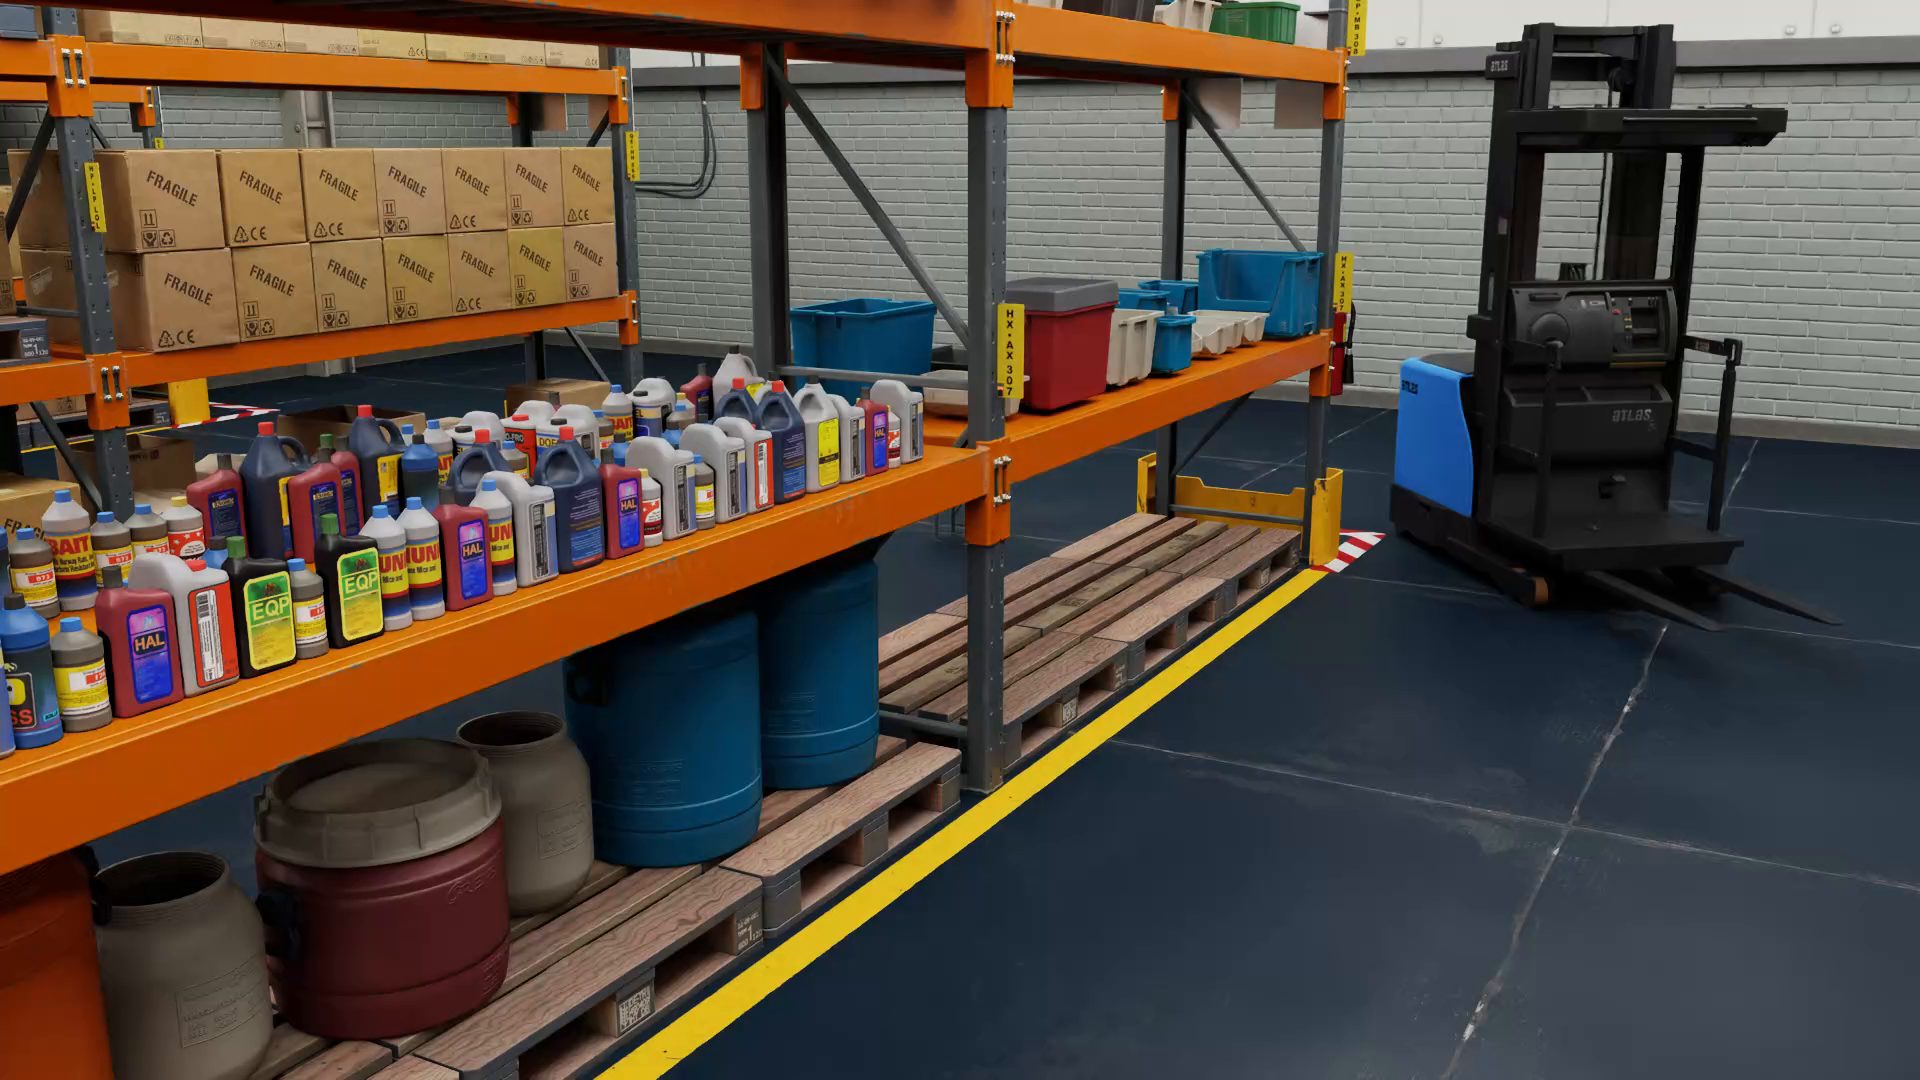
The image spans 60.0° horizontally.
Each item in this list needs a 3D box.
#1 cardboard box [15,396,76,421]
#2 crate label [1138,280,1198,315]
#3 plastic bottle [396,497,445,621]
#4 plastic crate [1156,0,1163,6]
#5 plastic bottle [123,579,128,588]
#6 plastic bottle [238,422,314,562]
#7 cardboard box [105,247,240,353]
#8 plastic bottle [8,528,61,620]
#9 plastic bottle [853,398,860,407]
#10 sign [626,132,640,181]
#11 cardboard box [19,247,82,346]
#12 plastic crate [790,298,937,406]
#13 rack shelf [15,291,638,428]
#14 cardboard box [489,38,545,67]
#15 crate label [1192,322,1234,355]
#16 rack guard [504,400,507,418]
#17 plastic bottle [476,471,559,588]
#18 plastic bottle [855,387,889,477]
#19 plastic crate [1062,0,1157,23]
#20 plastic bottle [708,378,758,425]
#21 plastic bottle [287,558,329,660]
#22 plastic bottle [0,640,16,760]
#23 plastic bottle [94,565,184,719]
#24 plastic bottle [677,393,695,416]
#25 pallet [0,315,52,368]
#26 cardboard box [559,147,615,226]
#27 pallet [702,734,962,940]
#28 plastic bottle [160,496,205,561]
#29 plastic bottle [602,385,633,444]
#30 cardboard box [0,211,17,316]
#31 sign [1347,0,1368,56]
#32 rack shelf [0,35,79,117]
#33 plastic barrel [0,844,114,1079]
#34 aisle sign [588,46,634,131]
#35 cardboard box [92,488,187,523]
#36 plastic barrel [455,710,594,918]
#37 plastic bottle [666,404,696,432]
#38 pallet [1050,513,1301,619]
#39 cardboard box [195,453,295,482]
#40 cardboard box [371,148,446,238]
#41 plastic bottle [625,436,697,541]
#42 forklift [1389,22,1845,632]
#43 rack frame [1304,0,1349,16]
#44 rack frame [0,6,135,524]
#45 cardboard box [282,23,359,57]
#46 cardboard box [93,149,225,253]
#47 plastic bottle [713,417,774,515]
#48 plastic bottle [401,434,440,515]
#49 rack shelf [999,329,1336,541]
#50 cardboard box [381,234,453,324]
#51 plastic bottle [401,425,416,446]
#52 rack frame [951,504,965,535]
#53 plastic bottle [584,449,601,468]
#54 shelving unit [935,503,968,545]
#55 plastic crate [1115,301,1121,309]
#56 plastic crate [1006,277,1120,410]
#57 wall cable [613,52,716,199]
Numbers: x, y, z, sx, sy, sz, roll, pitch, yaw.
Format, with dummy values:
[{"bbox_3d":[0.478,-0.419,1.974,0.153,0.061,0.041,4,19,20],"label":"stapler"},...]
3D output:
[{"bbox_3d":[-7.537,-1.256,13.282,0.700,0.500,0.500,7,15,28],"label":"cardboard box"},{"bbox_3d":[1.221,-1.337,9.408,0.416,0.233,0.303,7,15,28],"label":"crate label"},{"bbox_3d":[-1.220,0.039,3.746,0.097,0.271,0.097,0,14,0],"label":"plastic bottle"},{"bbox_3d":[0.649,-2.548,7.936,0.504,0.338,0.767,7,15,28],"label":"plastic crate"},{"bbox_3d":[-1.642,0.178,3.319,0.097,0.201,0.097,0,14,0],"label":"plastic bottle"},{"bbox_3d":[-1.751,-0.131,4.282,0.144,0.351,0.185,7,15,28],"label":"plastic bottle"},{"bbox_3d":[-4.155,-1.266,8.672,0.500,0.500,0.500,8,16,30],"label":"cardboard box"},{"bbox_3d":[-2.093,0.075,3.745,0.097,0.201,0.097,0,14,0],"label":"plastic bottle"},{"bbox_3d":[-0.331,-0.378,5.626,0.097,0.201,0.097,0,14,0],"label":"plastic bottle"},{"bbox_3d":[-2.230,-2.614,11.331,0.100,0.325,0.005,7,15,28],"label":"sign"},{"bbox_3d":[-4.623,-1.324,8.912,0.500,0.500,0.500,8,16,29],"label":"cardboard box"},{"bbox_3d":[-0.378,-0.738,6.599,0.392,0.384,0.575,7,15,28],"label":"plastic crate"},{"bbox_3d":[-3.673,-1.204,10.164,1.077,0.370,4.000,7,15,28],"label":"rack shelf"},{"bbox_3d":[-2.975,-3.113,10.466,0.500,0.250,0.500,7,15,28],"label":"cardboard box"},{"bbox_3d":[1.126,-0.998,8.207,0.396,0.136,0.243,7,15,28],"label":"crate label"},{"bbox_3d":[-2.743,-0.734,12.010,1.175,0.500,0.348,7,15,28],"label":"rack guard"},{"bbox_3d":[-1.077,-0.038,4.054,0.152,0.276,0.135,7,15,28],"label":"plastic bottle"},{"bbox_3d":[-0.285,-0.355,5.355,0.061,0.283,0.133,7,15,28],"label":"plastic bottle"},{"bbox_3d":[0.535,-2.200,6.639,0.497,0.269,0.590,7,15,28],"label":"plastic crate"},{"bbox_3d":[-0.679,-0.311,5.027,0.144,0.351,0.185,7,15,28],"label":"plastic bottle"},{"bbox_3d":[-1.379,0.140,3.475,0.097,0.201,0.097,0,14,0],"label":"plastic bottle"},{"bbox_3d":[-1.747,0.247,2.874,0.152,0.276,0.135,7,15,28],"label":"plastic bottle"},{"bbox_3d":[-1.548,0.181,3.131,0.061,0.283,0.133,7,15,28],"label":"plastic bottle"},{"bbox_3d":[-0.961,-0.405,5.738,0.097,0.201,0.097,0,14,0],"label":"plastic bottle"},{"bbox_3d":[-5.122,-0.899,7.772,1.003,0.211,1.213,7,15,28],"label":"pallet"},{"bbox_3d":[-2.681,-2.377,11.145,0.500,0.500,0.500,7,15,28],"label":"cardboard box"},{"bbox_3d":[-0.715,0.927,5.737,1.003,0.211,1.213,7,15,28],"label":"pallet"},{"bbox_3d":[-1.904,-0.005,4.077,0.097,0.201,0.097,0,14,0],"label":"plastic bottle"},{"bbox_3d":[-1.120,-0.372,5.450,0.097,0.271,0.097,0,14,0],"label":"plastic bottle"},{"bbox_3d":[-5.065,-1.325,8.019,0.700,0.500,0.500,2,14,9],"label":"cardboard box"},{"bbox_3d":[2.118,-2.751,8.867,0.100,0.325,0.005,7,15,28],"label":"sign"},{"bbox_3d":[-5.607,-1.842,6.409,1.077,0.370,4.000,7,15,28],"label":"rack shelf"},{"bbox_3d":[-2.018,0.987,3.272,0.600,0.830,0.708,7,15,28],"label":"plastic barrel"},{"bbox_3d":[-2.405,-3.208,11.391,0.394,0.787,0.004,7,15,28],"label":"aisle sign"},{"bbox_3d":[-4.248,-0.112,8.897,0.500,0.311,0.500,7,15,28],"label":"cardboard box"},{"bbox_3d":[-1.277,0.784,4.793,0.421,0.512,0.421,0,14,0],"label":"plastic barrel"},{"bbox_3d":[-0.922,-0.348,5.501,0.097,0.201,0.097,0,14,0],"label":"plastic bottle"},{"bbox_3d":[1.196,0.118,9.094,1.003,0.211,1.213,7,15,28],"label":"pallet"},{"bbox_3d":[-4.250,-0.353,9.898,0.500,0.311,0.500,7,15,28],"label":"cardboard box"},{"bbox_3d":[-3.419,-2.061,9.834,0.500,0.500,0.500,8,16,30],"label":"cardboard box"},{"bbox_3d":[-0.811,-0.150,4.522,0.152,0.276,0.135,7,15,28],"label":"plastic bottle"},{"bbox_3d":[3.406,-1.166,8.615,1.130,2.935,3.031,-2,14,-10],"label":"forklift"},{"bbox_3d":[1.628,-4.319,8.748,1.000,3.000,0.127,7,15,28],"label":"rack frame"},{"bbox_3d":[-4.640,-1.144,8.378,1.000,3.000,0.127,7,15,28],"label":"rack frame"},{"bbox_3d":[-3.700,-2.805,9.190,0.500,0.250,0.500,7,15,28],"label":"cardboard box"},{"bbox_3d":[-4.166,-1.743,8.518,0.500,0.500,0.500,8,16,29],"label":"cardboard box"},{"bbox_3d":[-0.634,-0.226,4.834,0.152,0.276,0.135,7,15,28],"label":"plastic bottle"},{"bbox_3d":[-1.470,-0.153,4.542,0.097,0.271,0.097,0,14,0],"label":"plastic bottle"},{"bbox_3d":[0.661,-0.642,7.833,1.077,0.370,4.000,7,15,28],"label":"rack shelf"},{"bbox_3d":[-3.422,-1.578,9.967,0.500,0.500,0.500,7,15,27],"label":"cardboard box"},{"bbox_3d":[-1.550,-0.189,4.693,0.097,0.271,0.097,0,14,0],"label":"plastic bottle"},{"bbox_3d":[0.053,-0.460,10.022,0.240,0.900,0.006,7,15,28],"label":"rack frame"},{"bbox_3d":[-0.961,-0.101,4.326,0.097,0.271,0.097,0,14,0],"label":"plastic bottle"},{"bbox_3d":[0.004,-0.439,9.935,0.258,0.900,0.210,7,15,28],"label":"shelving unit"},{"bbox_3d":[0.584,-1.067,8.287,0.416,0.233,0.300,7,15,28],"label":"plastic crate"},{"bbox_3d":[0.346,-0.797,6.674,0.402,0.464,0.583,7,15,28],"label":"plastic crate"},{"bbox_3d":[-3.997,-5.052,18.413,3.097,2.526,0.112,7,15,28],"label":"wall cable"}]
